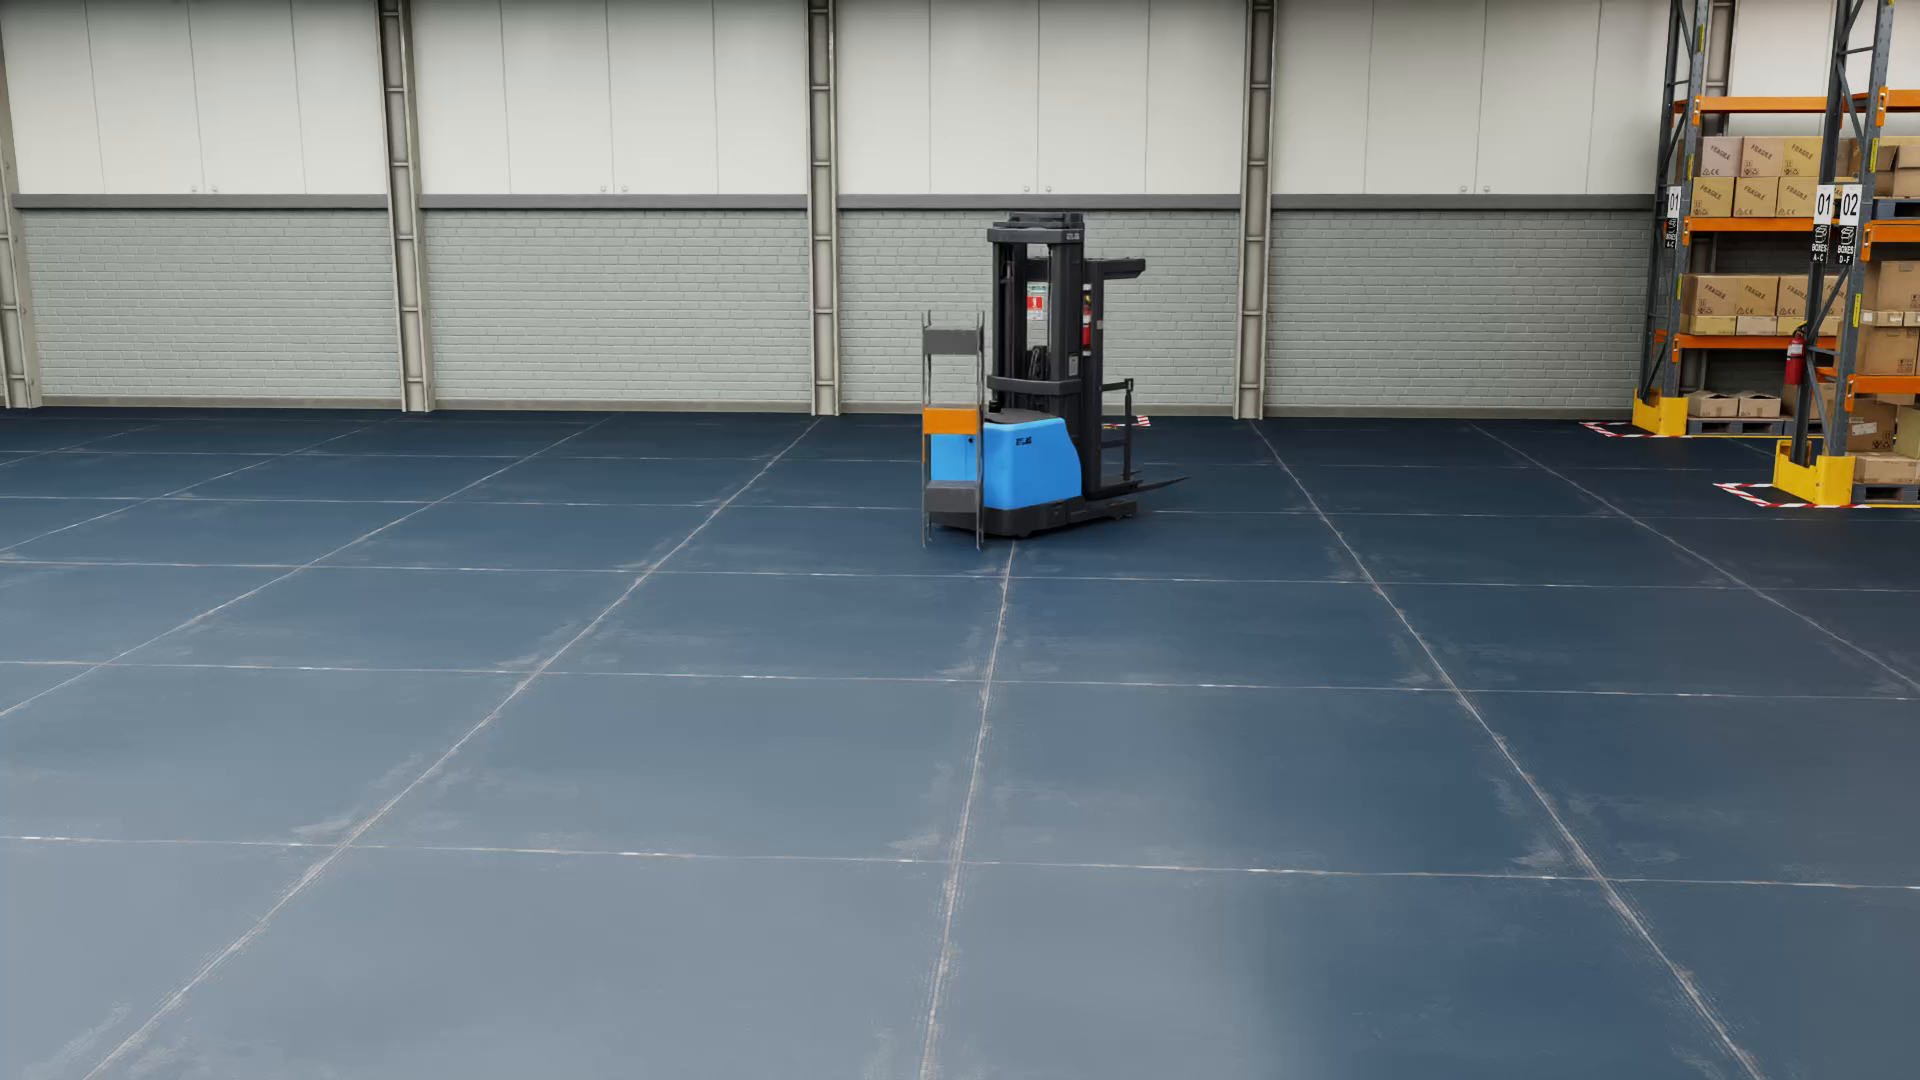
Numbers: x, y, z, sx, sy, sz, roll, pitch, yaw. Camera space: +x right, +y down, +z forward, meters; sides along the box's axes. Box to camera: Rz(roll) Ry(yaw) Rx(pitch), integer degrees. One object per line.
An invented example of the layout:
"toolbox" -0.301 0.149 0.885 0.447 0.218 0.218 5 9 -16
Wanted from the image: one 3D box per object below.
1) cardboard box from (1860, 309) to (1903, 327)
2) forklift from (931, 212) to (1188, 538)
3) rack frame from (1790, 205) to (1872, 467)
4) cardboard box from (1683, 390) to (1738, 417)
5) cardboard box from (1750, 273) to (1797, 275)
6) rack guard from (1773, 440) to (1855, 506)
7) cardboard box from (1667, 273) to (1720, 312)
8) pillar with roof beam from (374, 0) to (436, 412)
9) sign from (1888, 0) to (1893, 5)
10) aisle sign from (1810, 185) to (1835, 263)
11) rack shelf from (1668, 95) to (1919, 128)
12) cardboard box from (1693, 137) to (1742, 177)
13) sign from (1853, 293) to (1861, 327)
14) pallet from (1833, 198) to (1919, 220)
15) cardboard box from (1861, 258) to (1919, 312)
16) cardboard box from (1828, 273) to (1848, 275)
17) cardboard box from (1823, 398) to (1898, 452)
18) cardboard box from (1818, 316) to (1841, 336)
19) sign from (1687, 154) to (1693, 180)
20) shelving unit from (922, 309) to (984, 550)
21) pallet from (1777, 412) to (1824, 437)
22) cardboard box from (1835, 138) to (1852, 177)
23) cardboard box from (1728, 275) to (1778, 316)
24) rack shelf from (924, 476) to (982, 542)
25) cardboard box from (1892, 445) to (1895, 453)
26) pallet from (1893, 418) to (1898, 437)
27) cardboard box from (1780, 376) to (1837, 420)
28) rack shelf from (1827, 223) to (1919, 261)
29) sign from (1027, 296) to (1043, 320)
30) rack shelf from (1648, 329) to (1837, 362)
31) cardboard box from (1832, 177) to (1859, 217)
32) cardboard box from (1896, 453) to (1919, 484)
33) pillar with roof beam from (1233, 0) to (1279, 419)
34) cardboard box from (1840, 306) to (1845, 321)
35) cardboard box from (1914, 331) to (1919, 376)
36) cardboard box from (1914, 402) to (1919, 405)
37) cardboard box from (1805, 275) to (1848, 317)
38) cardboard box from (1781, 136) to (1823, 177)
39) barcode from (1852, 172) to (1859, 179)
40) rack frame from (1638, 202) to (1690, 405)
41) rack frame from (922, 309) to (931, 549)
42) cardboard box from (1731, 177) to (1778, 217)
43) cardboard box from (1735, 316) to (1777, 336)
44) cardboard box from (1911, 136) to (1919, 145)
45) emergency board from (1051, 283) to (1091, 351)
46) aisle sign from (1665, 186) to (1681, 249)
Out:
"cardboard box" 9.348 -2.256 16.878 0.250 0.149 0.380 1 12 3
"forklift" 1.091 -1.692 16.181 1.130 2.935 3.031 11 16 42
"rack frame" 8.971 -1.938 17.191 0.127 3.000 1.000 1 12 4
"cardboard box" 9.983 -1.822 22.126 0.500 0.311 0.500 -1 12 -3
"cardboard box" 10.801 -3.276 22.070 0.500 0.500 0.500 0 12 2
"rack guard" 8.947 -0.715 17.448 0.348 0.500 1.175 1 12 4
"cardboard box" 9.783 -3.291 22.142 0.500 0.500 0.500 1 12 3
"pillar with roof beam" -8.193 -5.421 19.187 0.400 9.000 9.100 1 12 4
"sign" 8.928 -5.296 15.923 0.005 0.325 0.100 1 12 4
"aisle sign" 8.925 -3.272 17.216 0.004 0.787 0.394 1 12 4
"rack shelf" 11.294 -5.506 21.358 4.000 0.370 1.077 1 12 4
"cardboard box" 9.667 -4.912 21.345 0.500 0.500 0.500 0 12 0
"sign" 8.928 -2.288 16.553 0.005 0.325 0.100 1 12 4
"pallet" 9.675 -3.348 16.821 1.213 0.211 1.003 1 12 4
"cardboard box" 9.489 -2.613 17.001 0.500 0.500 0.700 1 12 4
"cardboard box" 11.822 -3.264 22.014 0.500 0.500 0.500 1 12 5
"cardboard box" 9.526 -1.219 17.608 0.500 0.500 0.500 1 12 4
"cardboard box" 11.295 -2.796 21.606 0.500 0.250 0.500 1 12 4
"sign" 9.262 -4.736 21.103 0.005 0.325 0.100 1 12 4
"shelving unit" -0.058 -0.984 14.825 0.503 2.100 0.431 2 12 8
"pallet" 11.397 -1.549 22.140 1.213 0.211 1.003 1 12 4
"cardboard box" 11.283 -4.989 21.715 0.500 0.500 0.500 1 12 4
"cardboard box" 10.247 -3.177 21.599 0.500 0.500 0.500 1 12 4
"rack shelf" -0.058 -0.285 14.971 0.480 0.518 0.431 2 12 8
"cardboard box" 10.026 -0.847 17.662 0.500 0.250 0.500 1 12 4
"pallet" 12.617 -1.533 22.062 1.213 0.211 1.003 1 12 4
"cardboard box" 11.280 -1.886 21.973 0.500 0.500 0.700 0 12 0
"rack shelf" 10.967 -3.027 16.827 4.000 0.370 1.077 1 12 4
"sign" 1.060 -3.287 23.553 0.234 0.329 0.001 1 12 4
"rack shelf" 11.294 -2.571 21.972 4.000 0.370 1.077 1 12 4
"cardboard box" 11.203 -4.398 21.329 0.500 0.500 0.500 2 12 7
"cardboard box" 9.991 -0.739 17.148 0.500 0.250 0.500 1 12 4
"pillar with roof beam" 3.780 -5.257 18.402 0.400 9.000 9.100 1 12 4
"cardboard box" 9.365 -2.339 17.275 0.250 0.149 0.380 1 12 3
"cardboard box" 9.960 -1.972 17.108 0.500 0.500 0.700 1 12 5
"cardboard box" 12.754 -1.726 22.018 0.250 0.166 0.380 -1 12 -4
"cardboard box" 11.278 -3.164 21.537 0.500 0.500 0.500 1 12 6
"cardboard box" 10.676 -4.890 21.240 0.500 0.500 0.500 1 12 5
"barcode" 9.305 -3.785 17.276 0.075 0.075 0.001 1 12 4
"rack frame" 9.298 -2.951 22.029 0.127 3.000 1.000 1 12 4
"rack frame" -0.300 -0.991 14.857 0.015 2.100 0.400 2 12 8
"cardboard box" 10.149 -4.407 21.374 0.500 0.500 0.500 2 12 8
"cardboard box" 10.283 -2.811 21.680 0.500 0.250 0.500 0 12 2
"cardboard box" 12.221 -4.869 21.139 0.500 0.500 0.500 1 12 7
"emergency board" 1.605 -3.241 23.419 0.643 1.169 0.194 1 12 4
"aisle sign" 9.207 -4.163 21.475 0.004 0.787 0.394 1 12 4
